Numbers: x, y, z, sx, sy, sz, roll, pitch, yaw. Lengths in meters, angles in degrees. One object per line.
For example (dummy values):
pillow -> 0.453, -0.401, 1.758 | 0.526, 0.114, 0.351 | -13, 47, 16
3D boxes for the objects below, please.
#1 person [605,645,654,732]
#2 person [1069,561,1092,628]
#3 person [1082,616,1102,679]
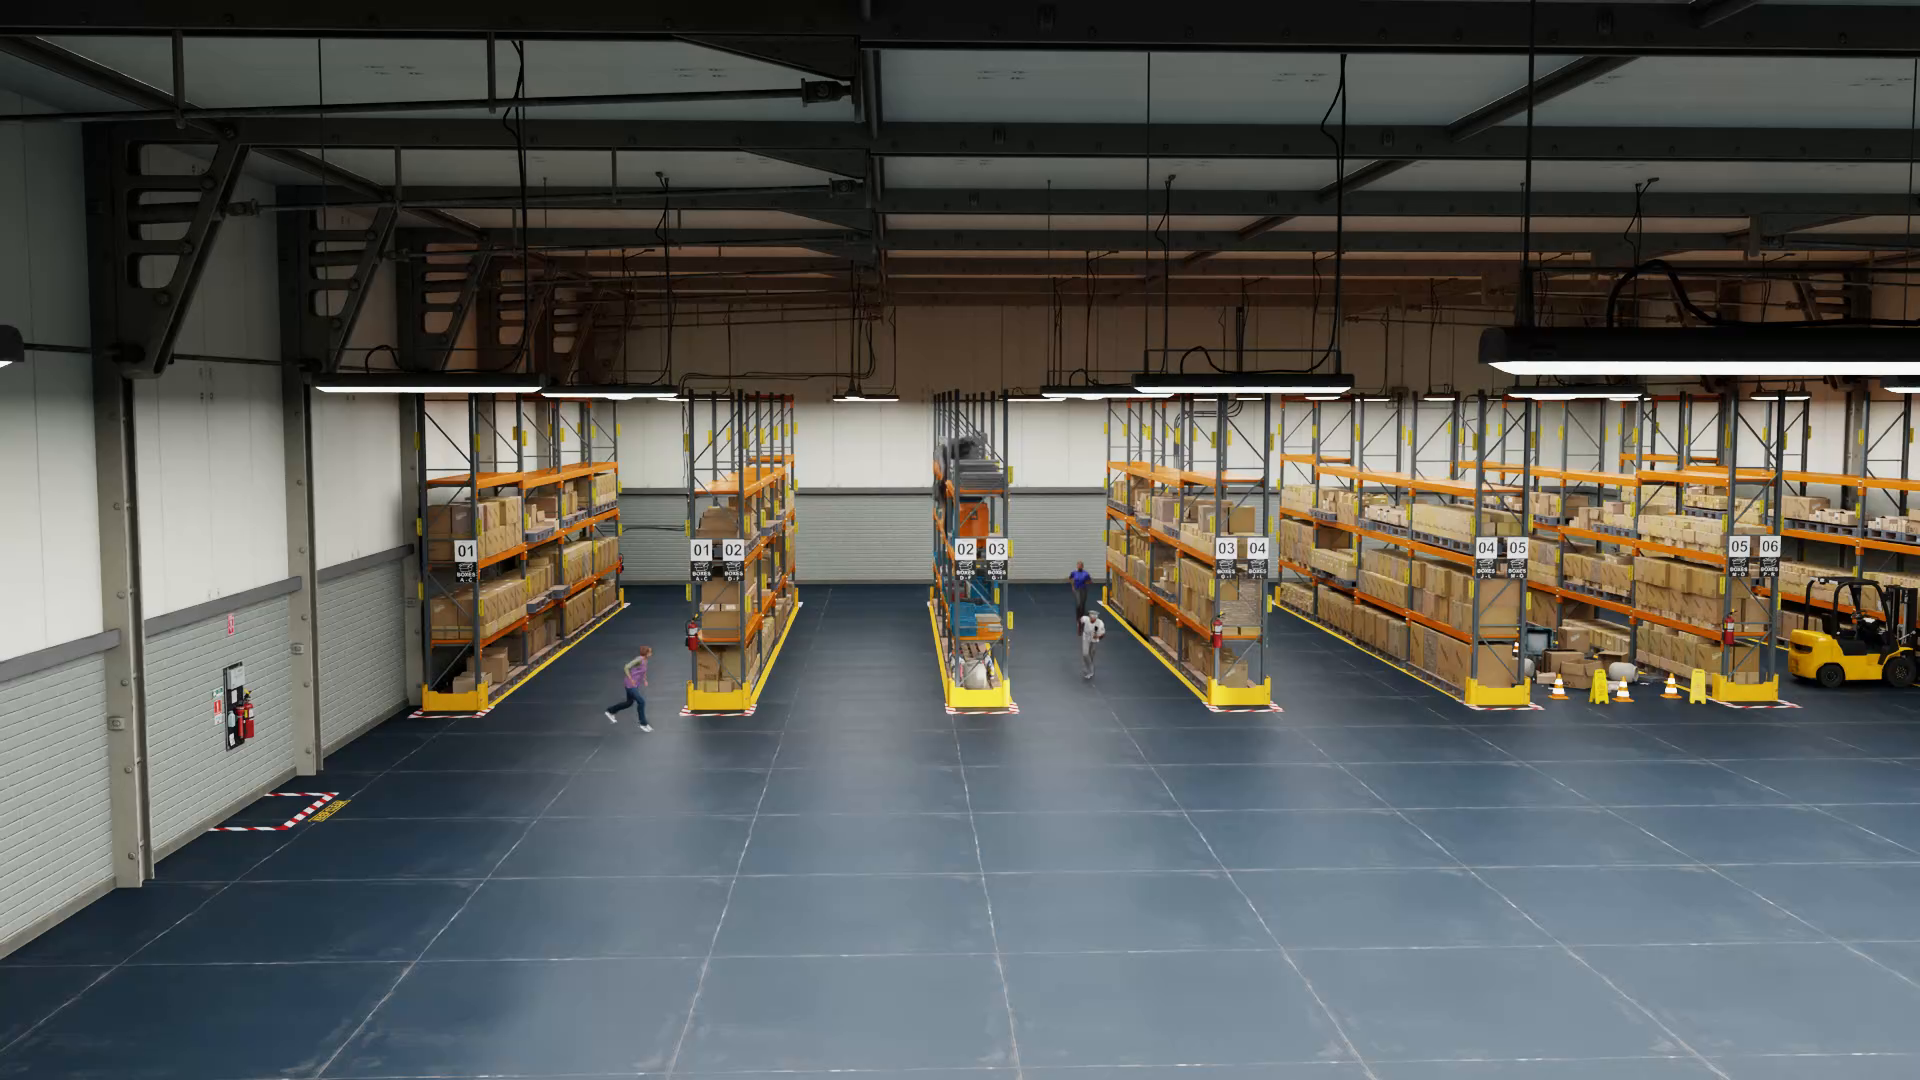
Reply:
person -> -5.823, 2.603, 29.155 | 0.905, 1.551, 0.567 | 1, 5, 16
person -> 3.110, 1.392, 42.939 | 0.564, 1.696, 0.750 | 0, 5, -1
person -> 2.781, 2.230, 35.174 | 0.411, 1.319, 0.922 | 0, 5, 3
